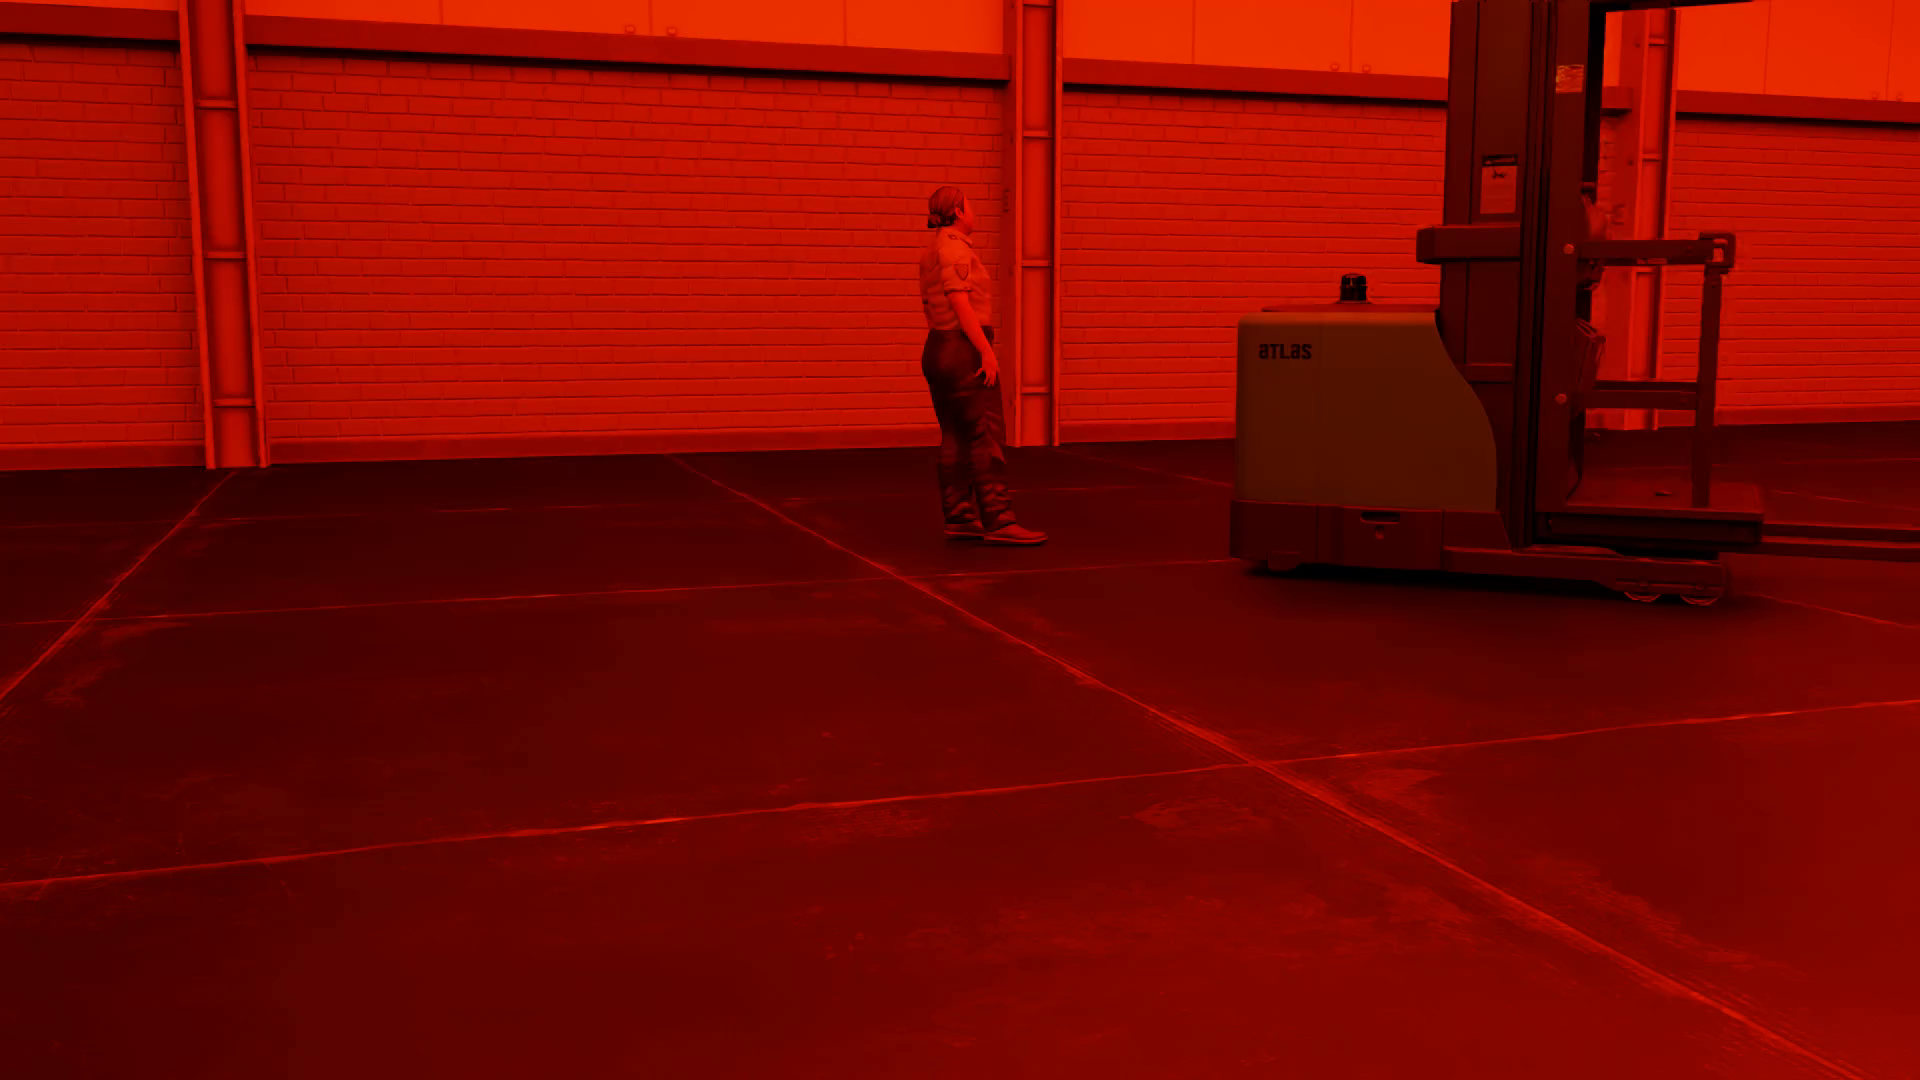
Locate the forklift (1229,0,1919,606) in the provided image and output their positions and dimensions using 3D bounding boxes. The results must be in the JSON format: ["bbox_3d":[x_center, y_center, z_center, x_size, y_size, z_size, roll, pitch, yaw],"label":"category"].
[{"bbox_3d":[2.683,-1.290,6.533,3.031,2.935,1.130,3,8,23],"label":"forklift"}]

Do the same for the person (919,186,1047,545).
[{"bbox_3d":[0.093,-0.824,7.819,0.502,1.651,0.598,-3,8,-18],"label":"person"}]
